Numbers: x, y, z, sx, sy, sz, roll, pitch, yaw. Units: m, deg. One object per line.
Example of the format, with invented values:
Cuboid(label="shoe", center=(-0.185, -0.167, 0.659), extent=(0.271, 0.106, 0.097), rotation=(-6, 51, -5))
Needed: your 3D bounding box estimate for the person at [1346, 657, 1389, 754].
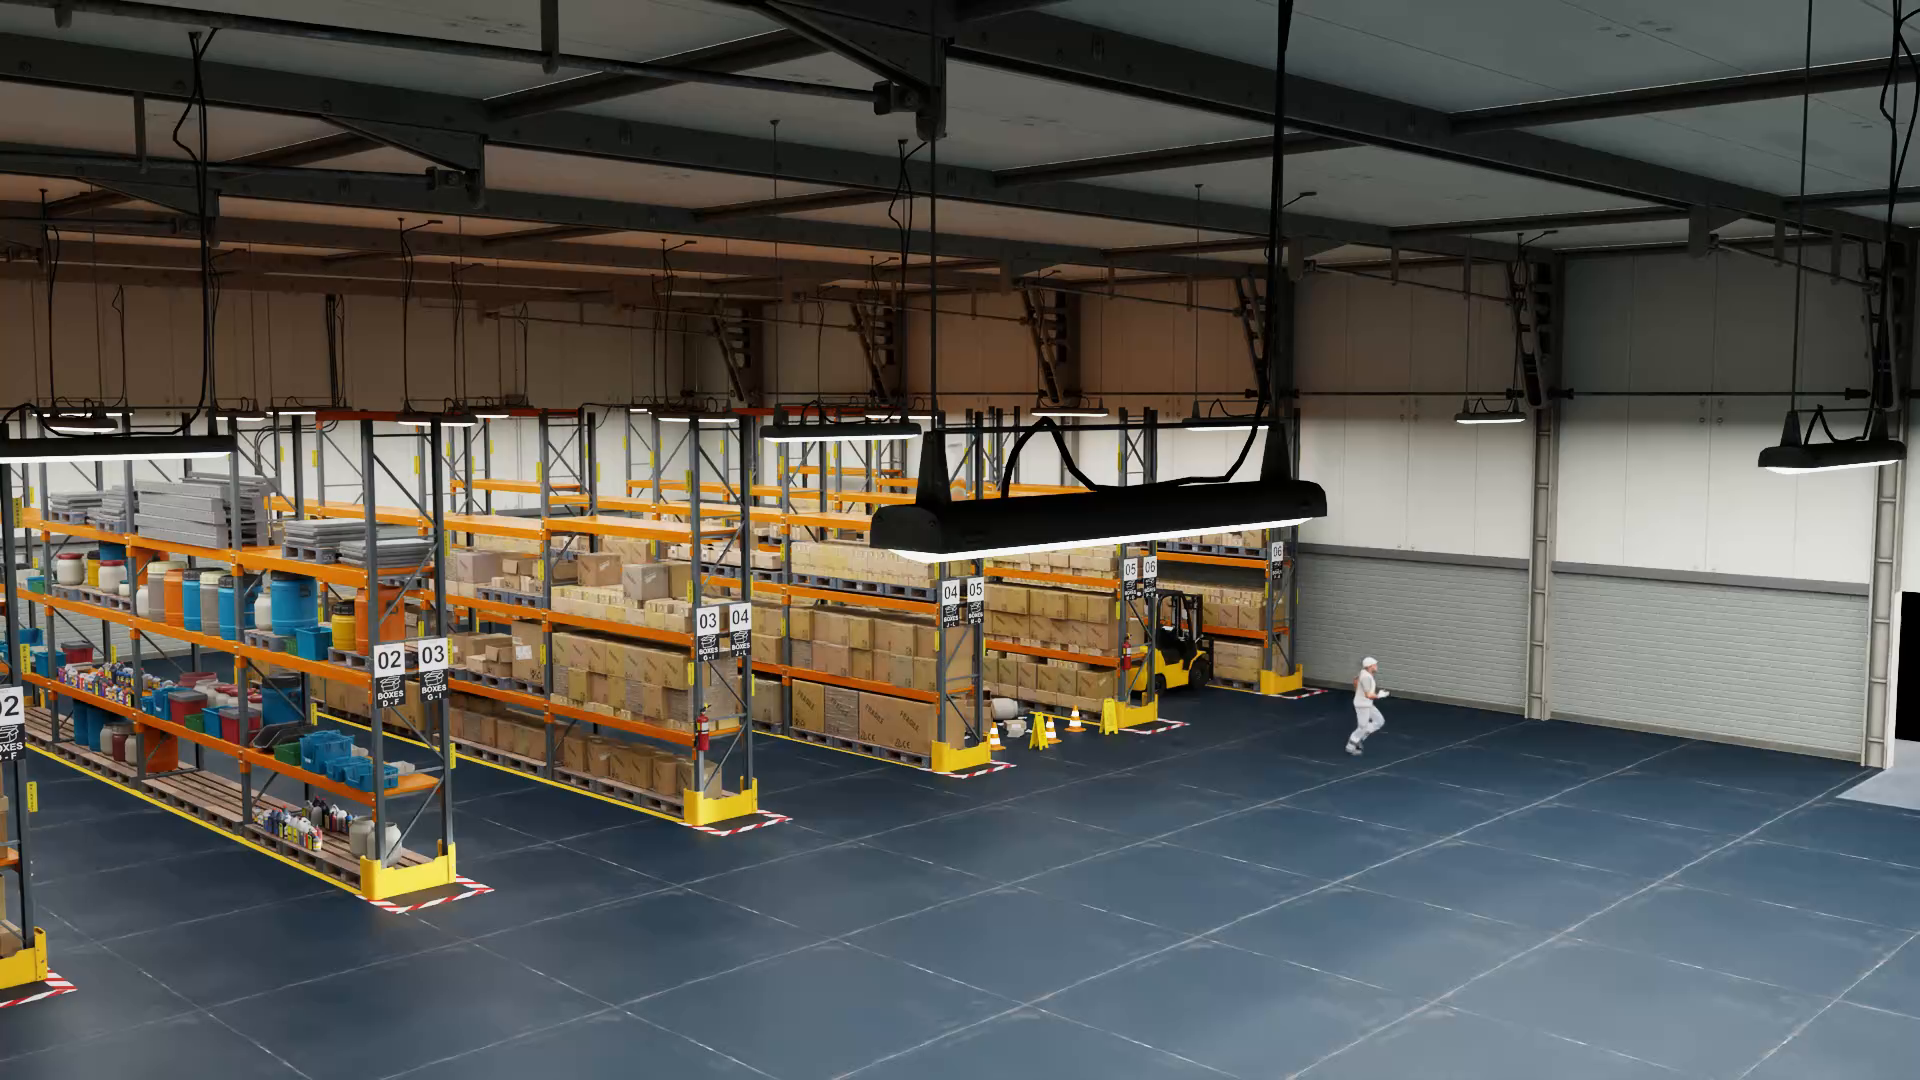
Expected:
Cuboid(label="person", center=(7.097, 2.887, 28.942), extent=(0.726, 1.726, 0.704), rotation=(2, 5, 19))
